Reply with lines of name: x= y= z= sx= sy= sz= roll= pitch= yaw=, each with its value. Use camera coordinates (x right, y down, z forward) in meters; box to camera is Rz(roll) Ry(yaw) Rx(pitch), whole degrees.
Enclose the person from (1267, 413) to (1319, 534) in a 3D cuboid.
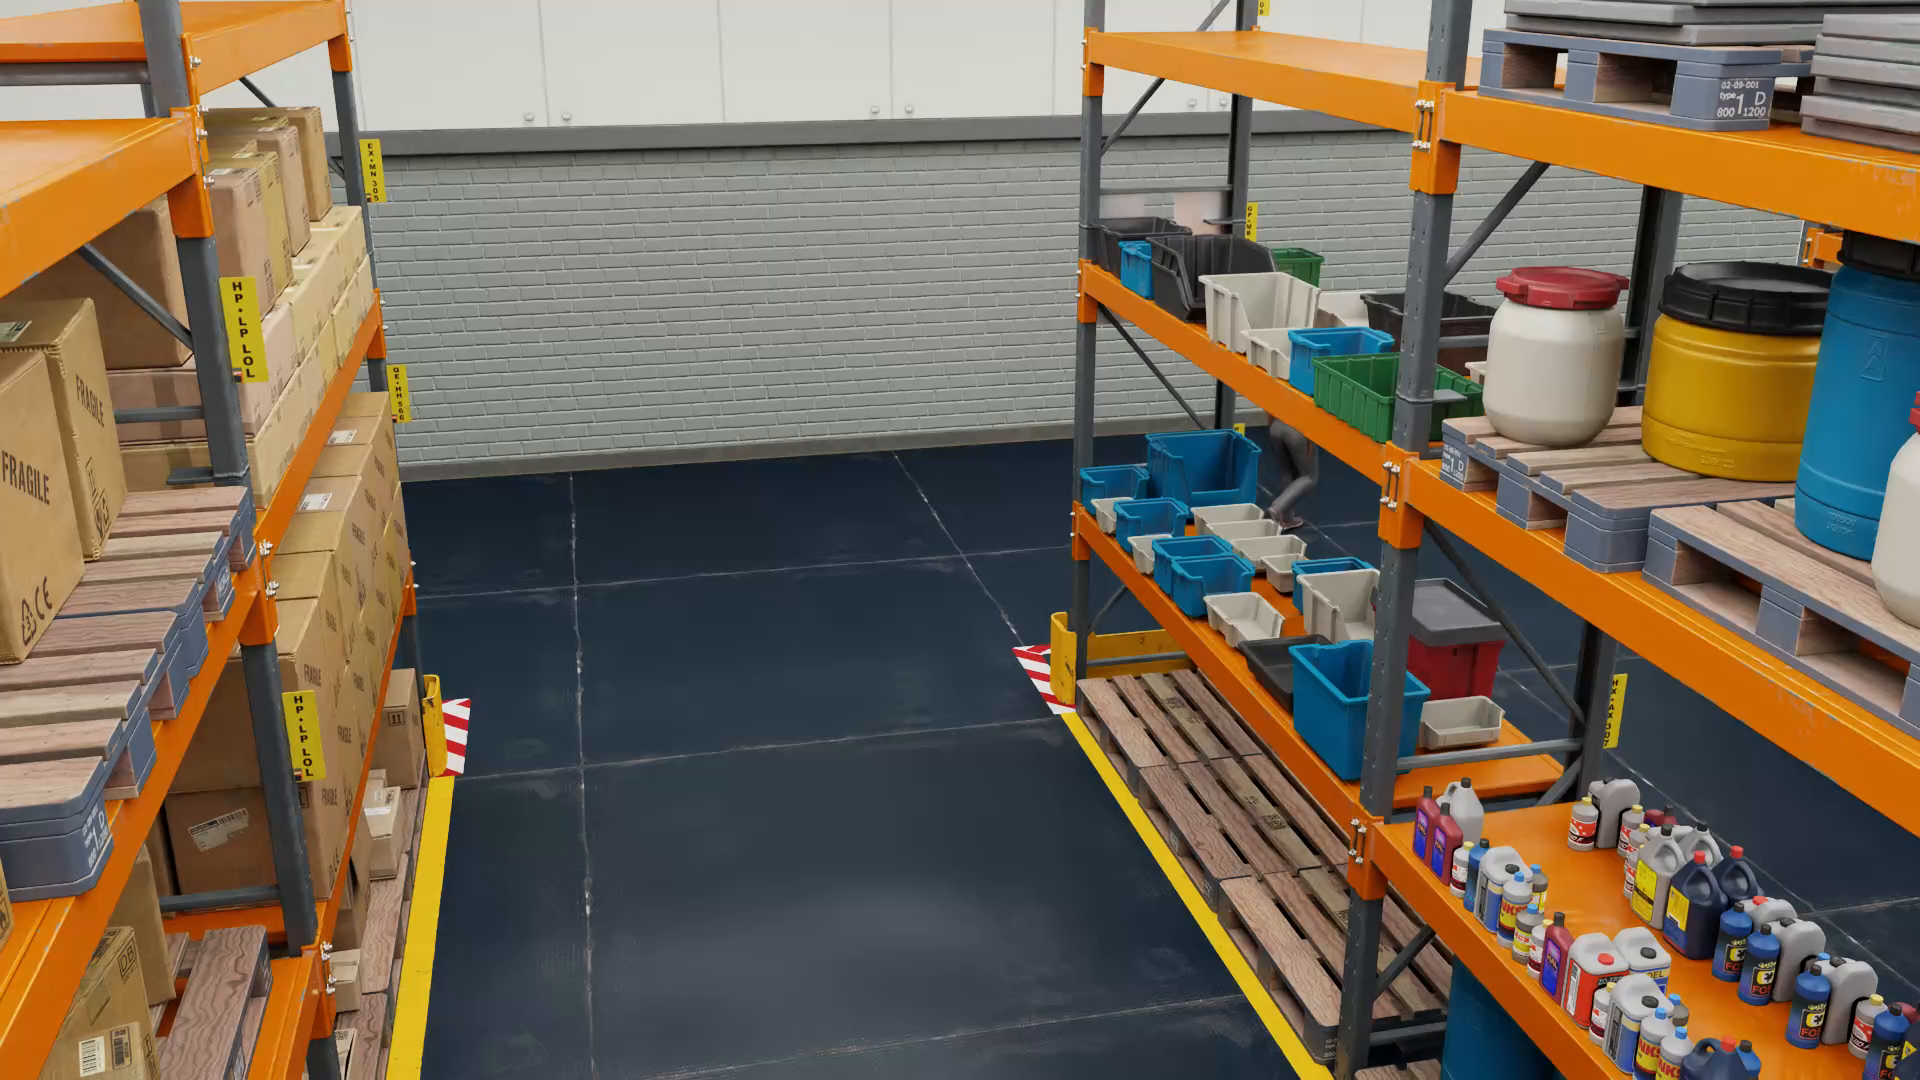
person: x=2.649 y=-0.834 z=13.345 sx=0.605 sy=1.638 sz=0.447 roll=-16 pitch=25 yaw=-38
